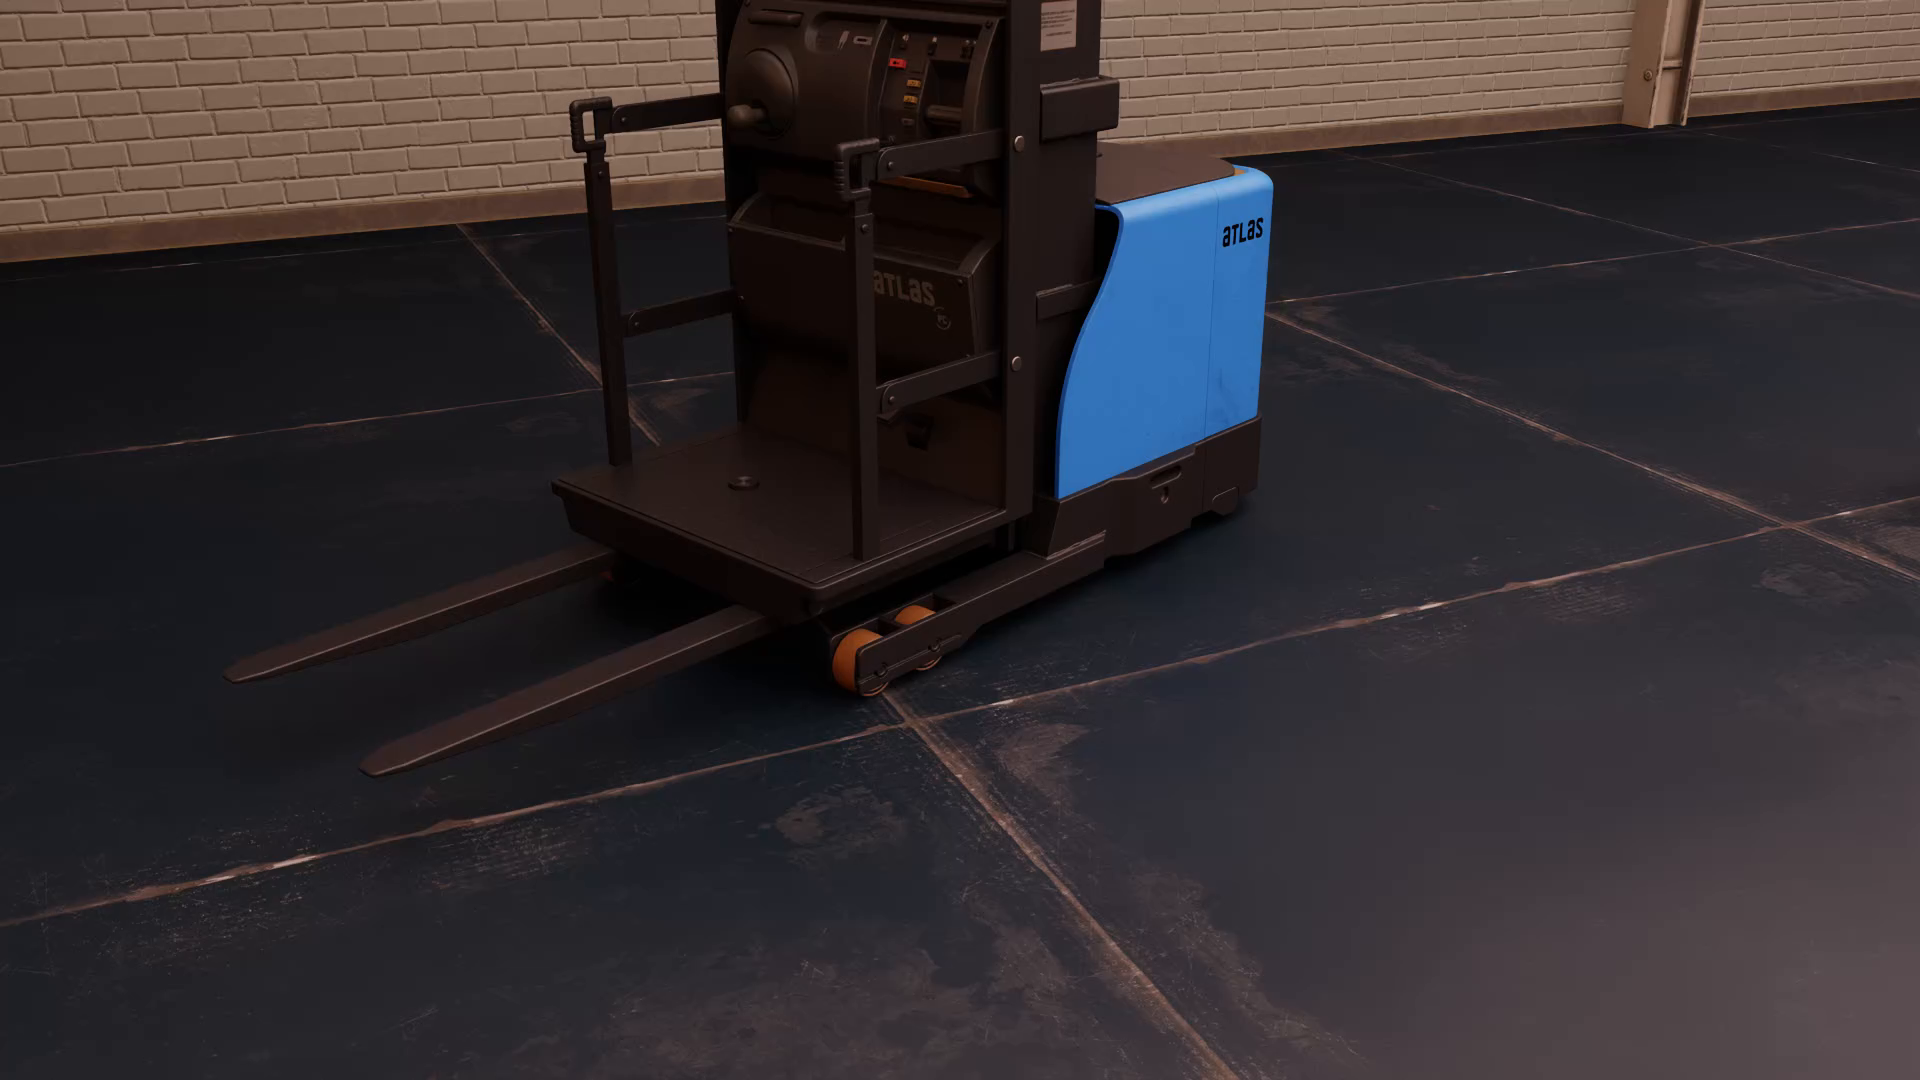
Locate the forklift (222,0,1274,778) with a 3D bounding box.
[{"bbox_3d":[-0.413,-1.182,4.131,1.130,2.935,3.031,19,29,39],"label":"forklift"}]
